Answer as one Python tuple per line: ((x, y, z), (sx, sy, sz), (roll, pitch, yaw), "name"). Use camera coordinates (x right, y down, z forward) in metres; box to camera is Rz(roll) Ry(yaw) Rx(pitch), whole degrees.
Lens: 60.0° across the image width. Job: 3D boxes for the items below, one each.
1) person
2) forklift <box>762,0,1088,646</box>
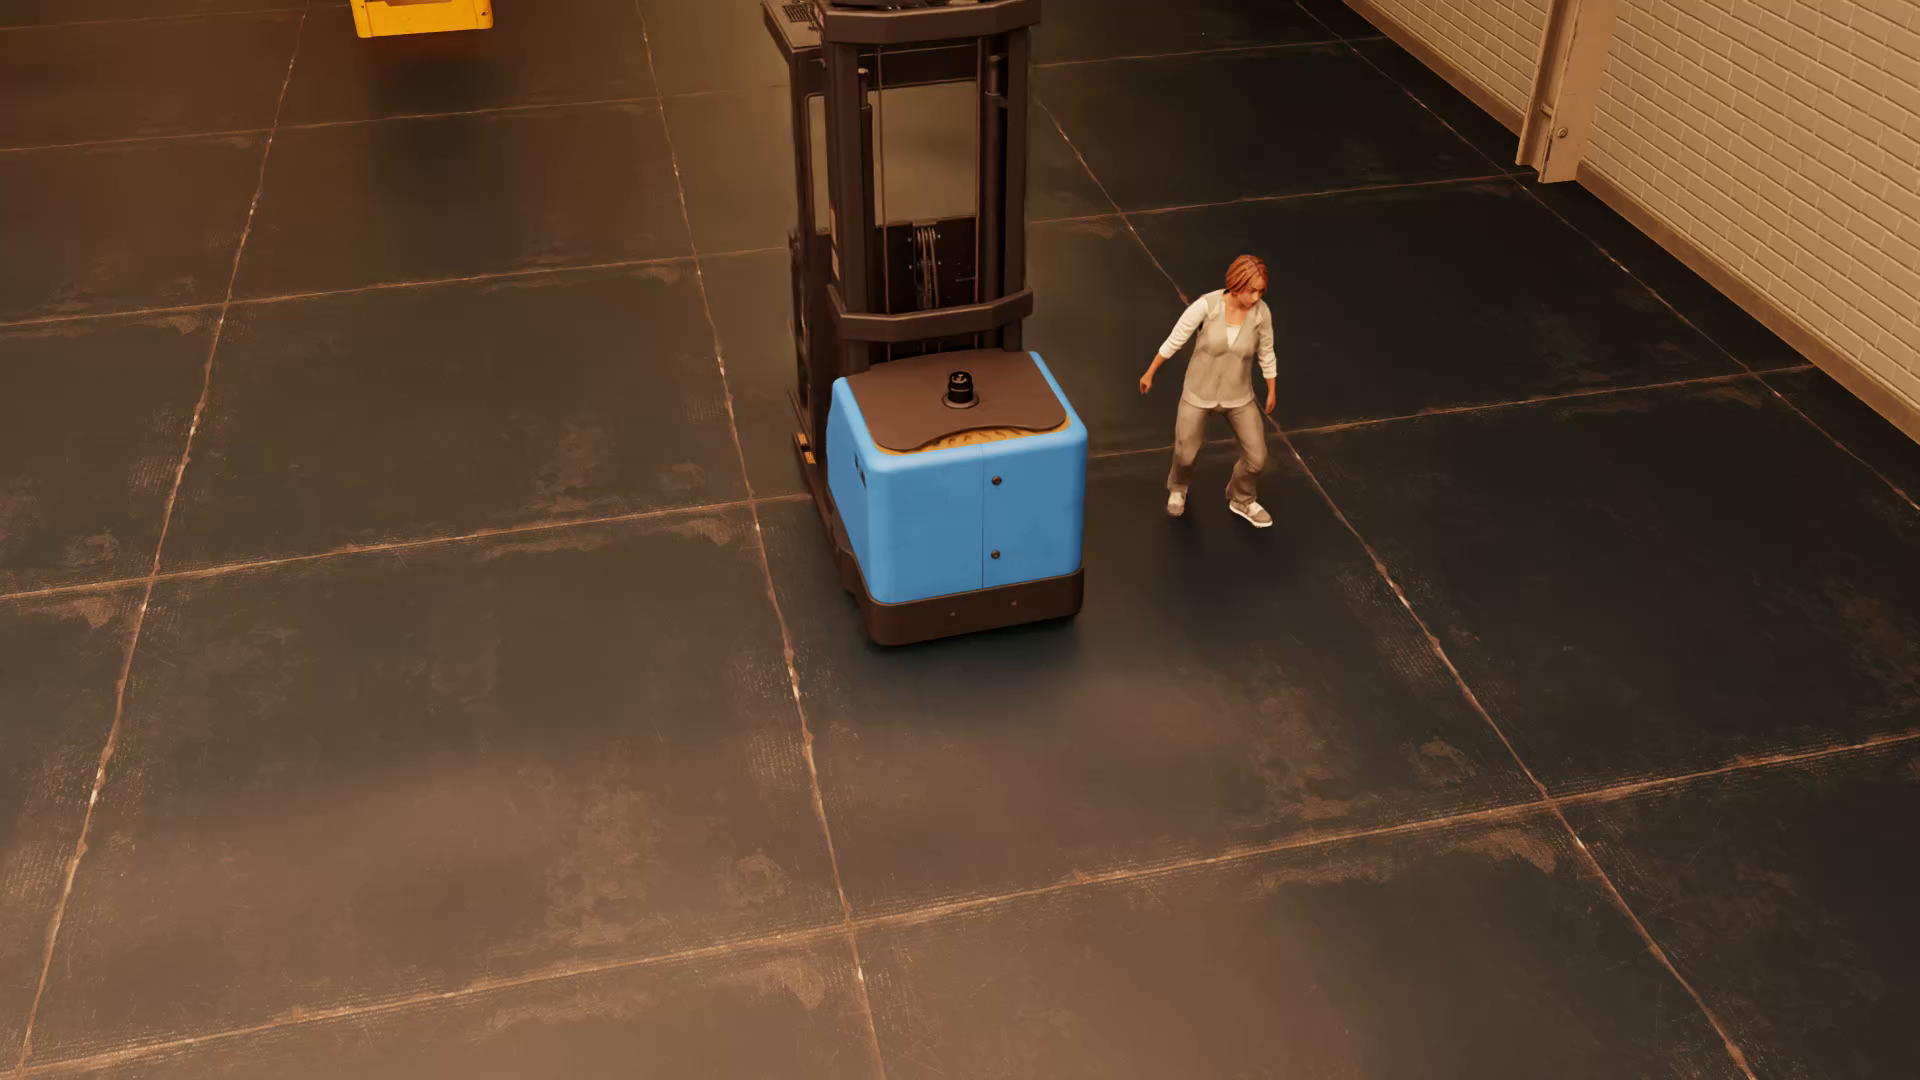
((1.267, -0.751, 8.326), (0.732, 1.567, 0.428), (2, 36, 3), "person")
((-0.296, -1.557, 8.213), (1.130, 2.935, 3.031), (-9, 37, -13), "forklift")
